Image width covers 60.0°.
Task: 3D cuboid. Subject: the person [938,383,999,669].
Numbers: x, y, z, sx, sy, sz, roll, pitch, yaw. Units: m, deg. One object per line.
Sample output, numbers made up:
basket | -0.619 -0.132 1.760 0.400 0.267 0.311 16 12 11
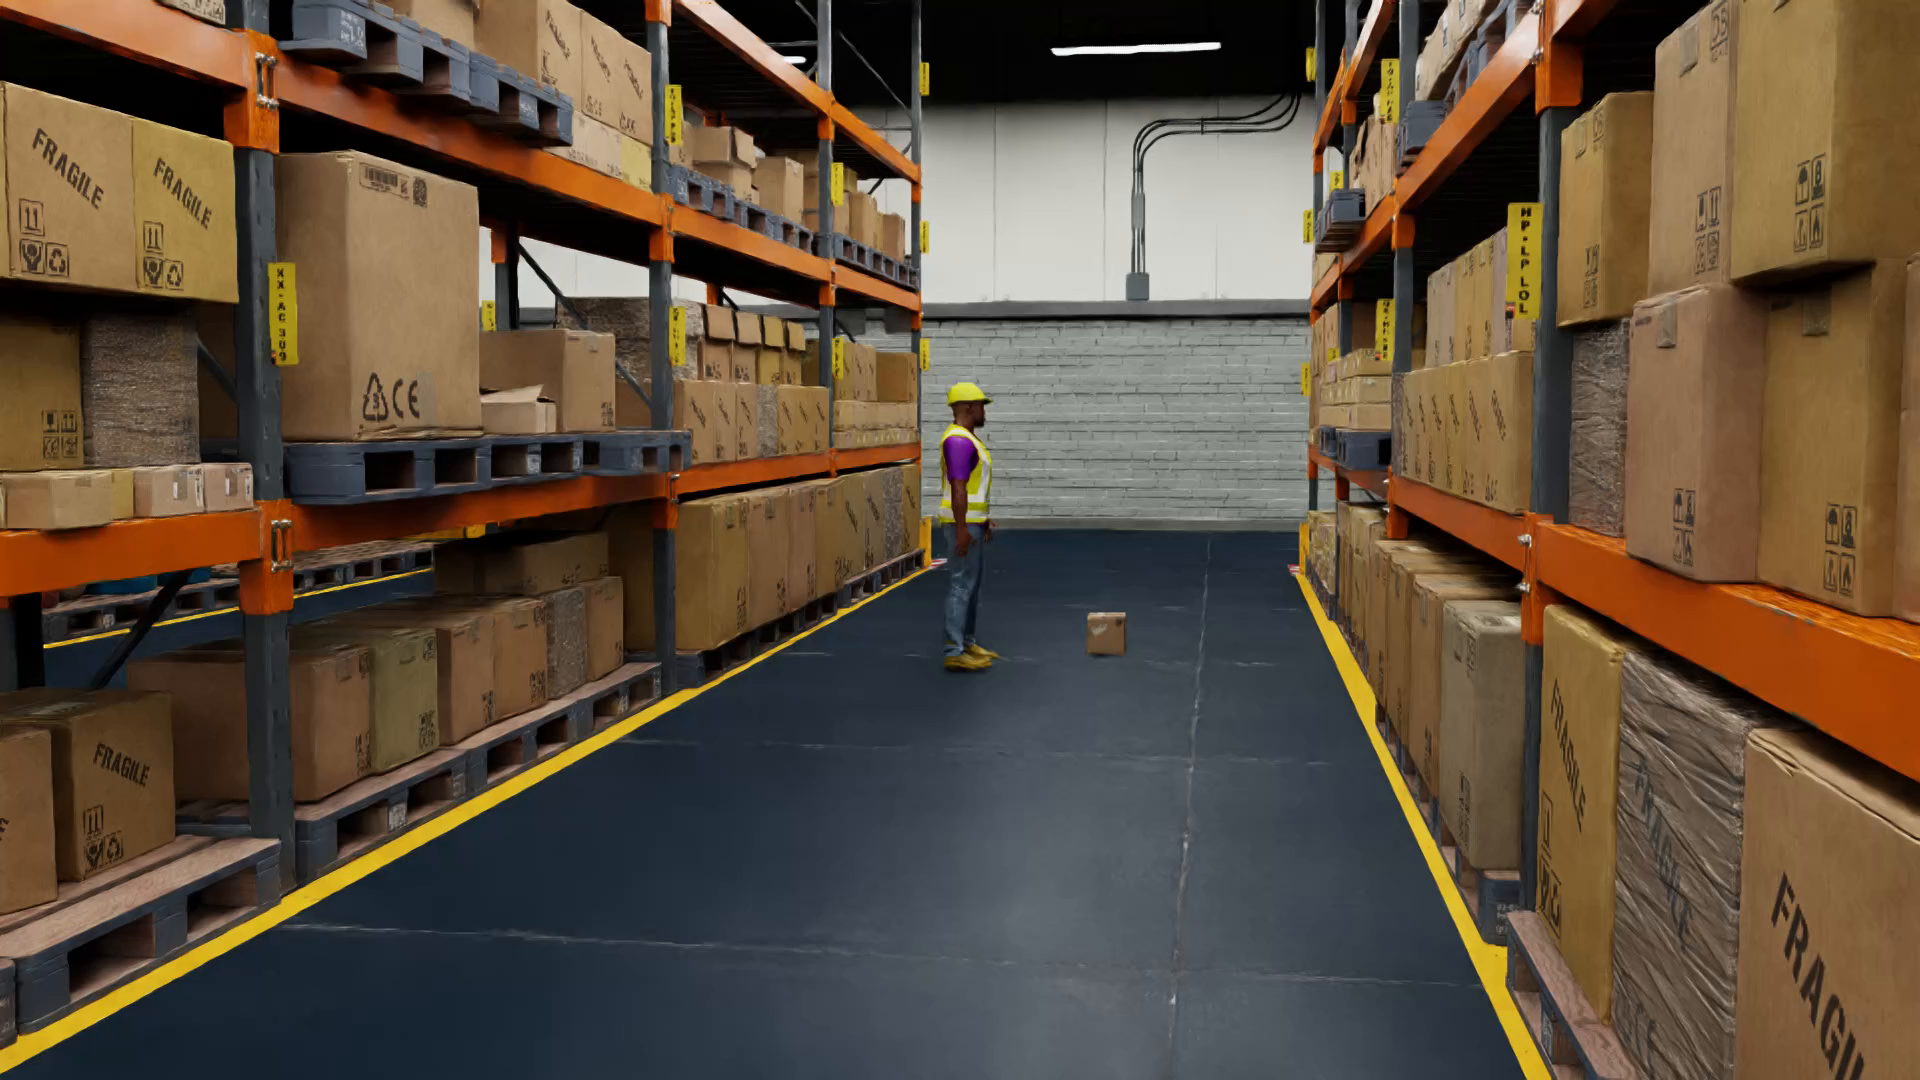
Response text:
person | 0.051 -0.101 10.467 0.385 1.772 0.627 0 4 3
